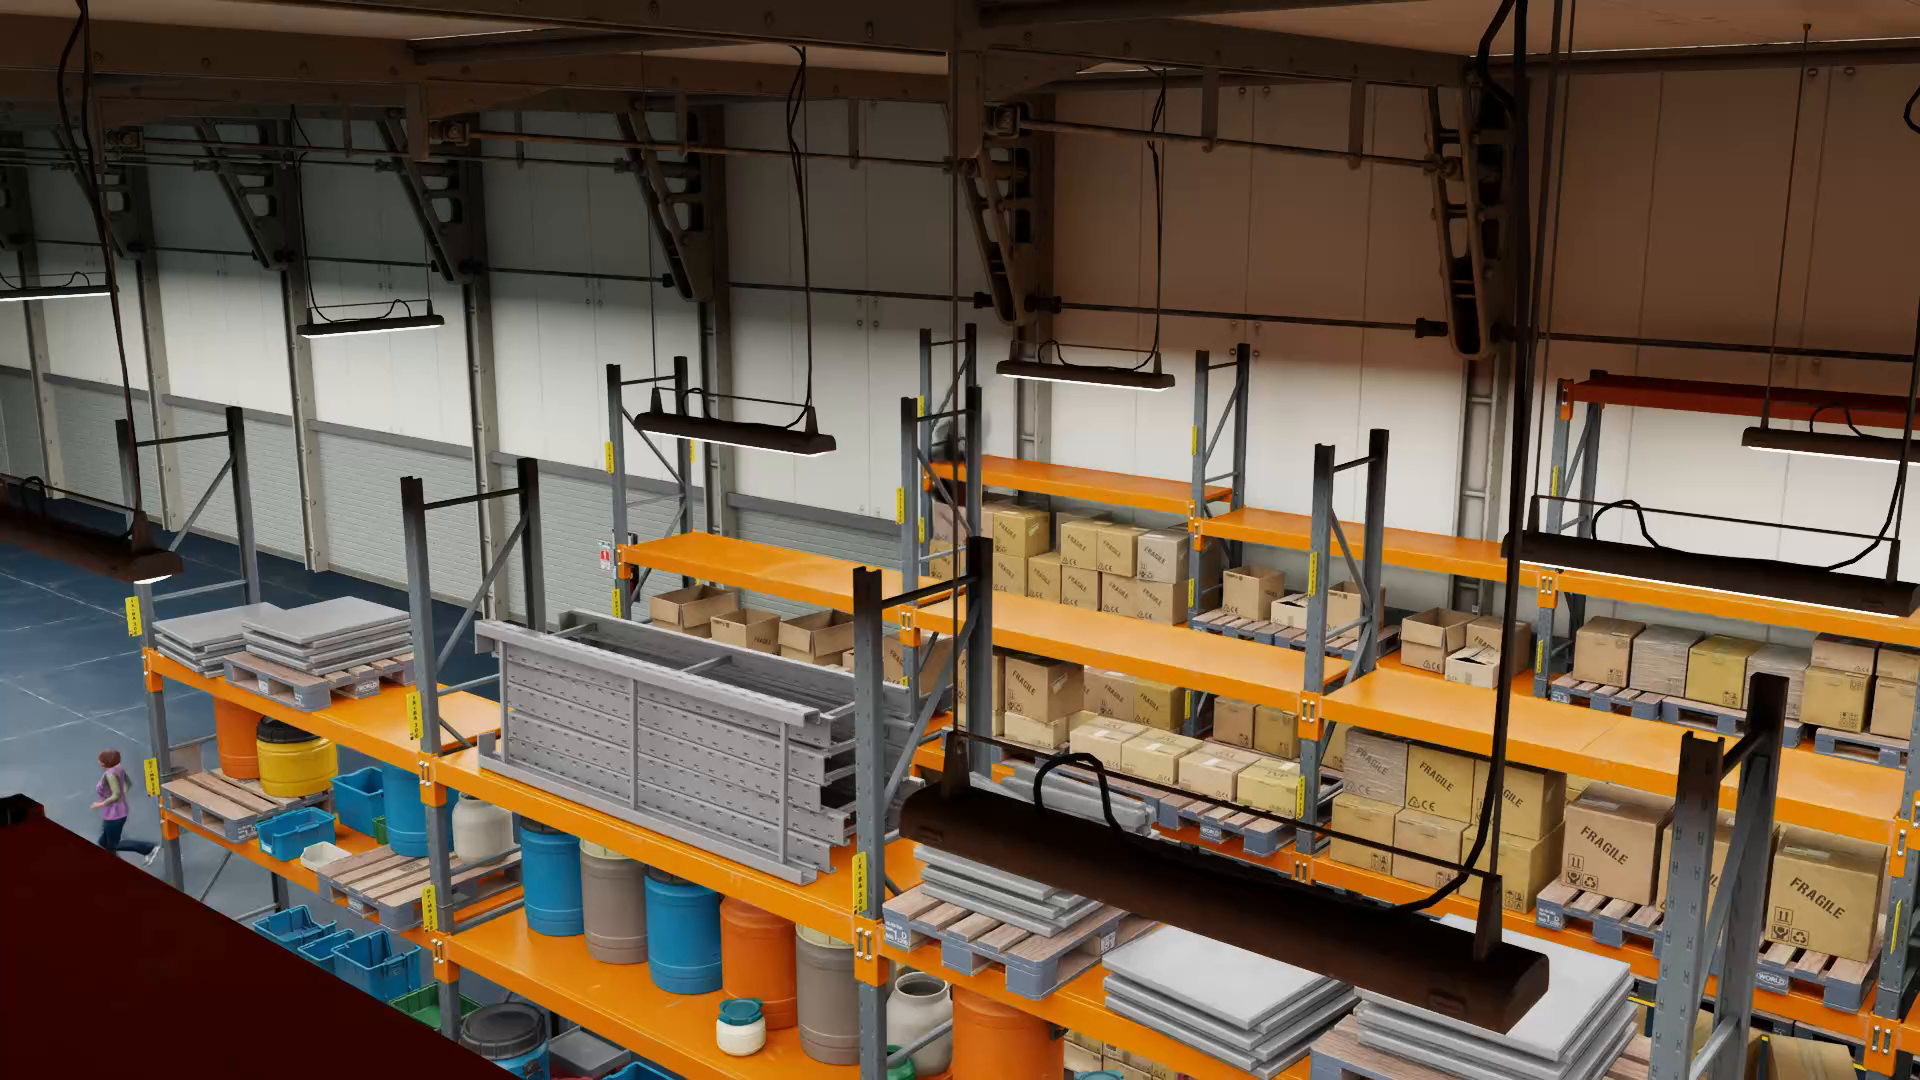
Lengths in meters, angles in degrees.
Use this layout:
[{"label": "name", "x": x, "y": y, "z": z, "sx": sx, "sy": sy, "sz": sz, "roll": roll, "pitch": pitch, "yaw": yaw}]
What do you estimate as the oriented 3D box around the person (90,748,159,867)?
[{"label": "person", "x": -9.534, "y": 3.125, "z": 18.902, "sx": 0.697, "sy": 1.590, "sz": 0.533, "roll": -5, "pitch": 14, "yaw": -21}]
